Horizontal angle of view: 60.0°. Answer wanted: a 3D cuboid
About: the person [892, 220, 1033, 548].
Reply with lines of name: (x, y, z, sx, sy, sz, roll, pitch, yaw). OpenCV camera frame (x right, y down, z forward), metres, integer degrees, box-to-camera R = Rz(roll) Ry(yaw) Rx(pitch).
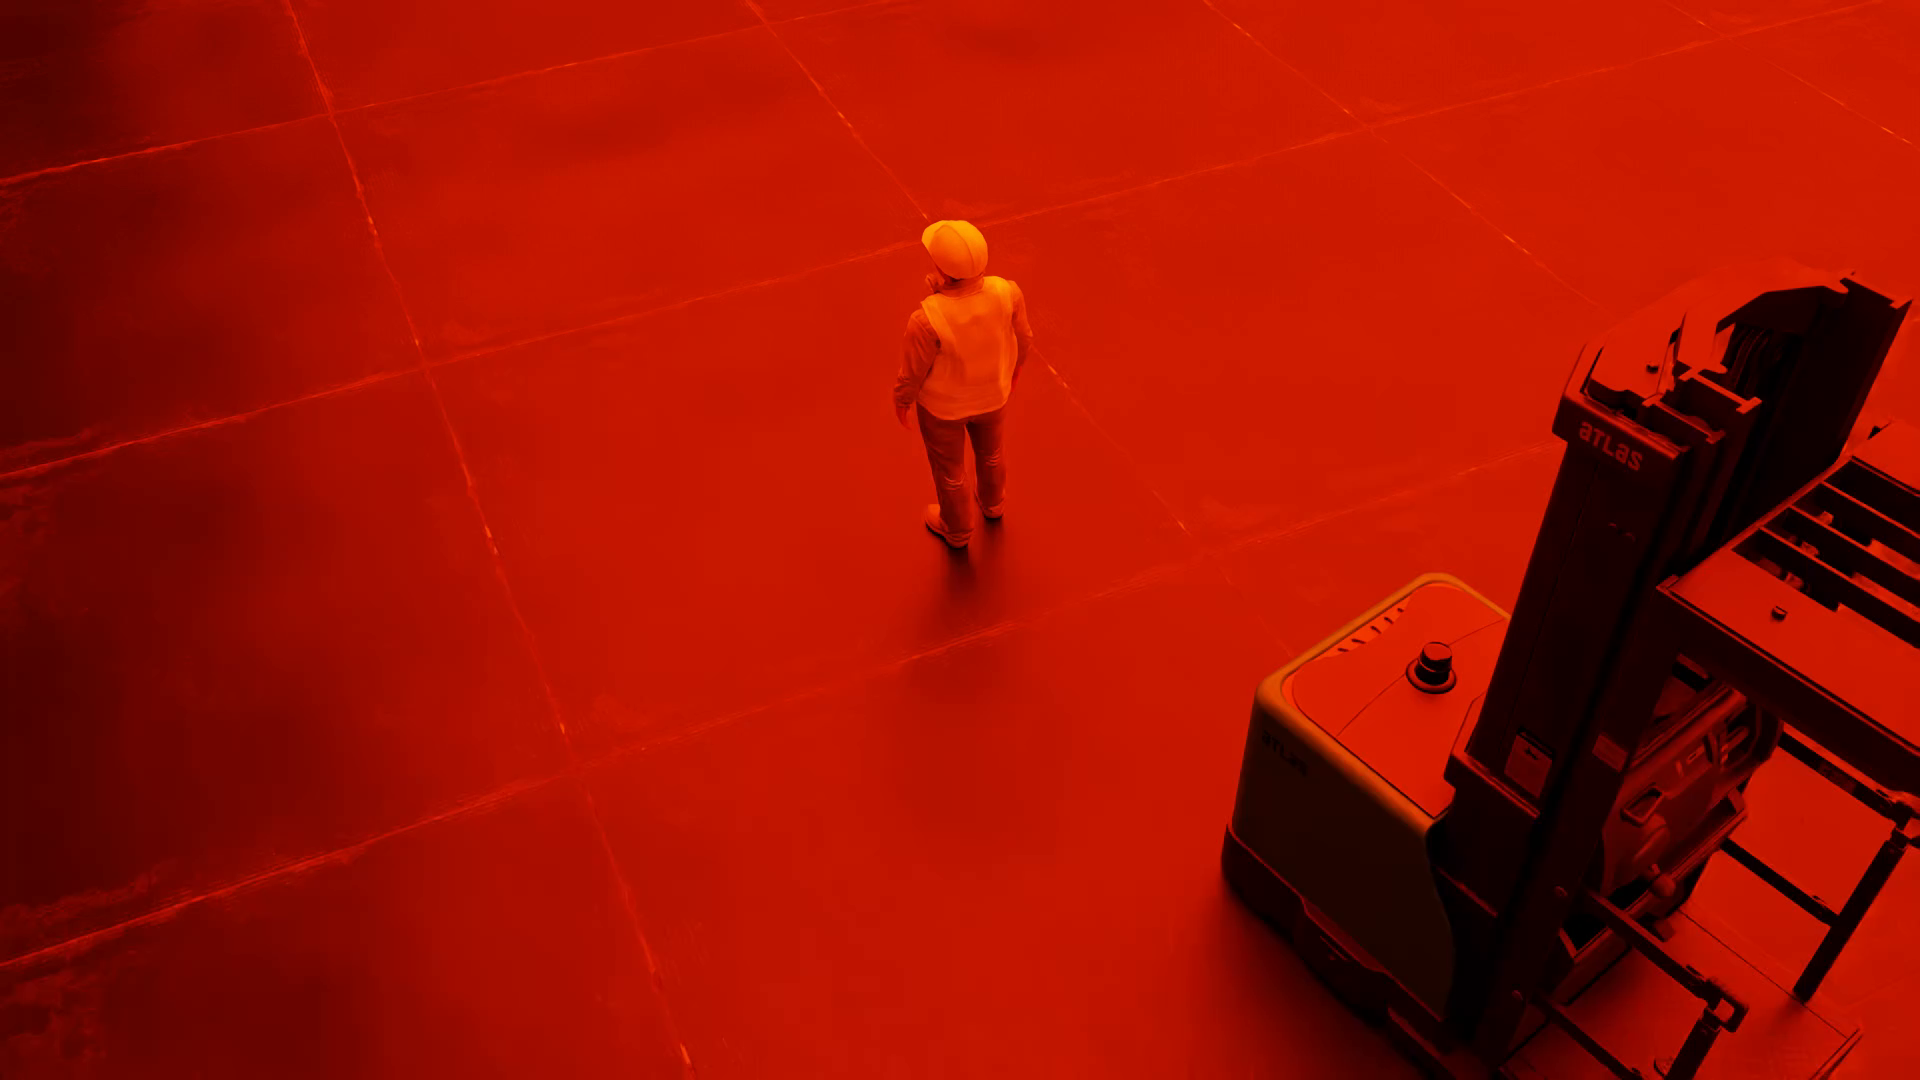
person: (-0.019, -0.695, 7.261, 0.632, 1.773, 0.568, -18, 46, -18)

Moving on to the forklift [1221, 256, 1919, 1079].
forklift: (2.311, 0.799, 4.824, 1.130, 2.935, 3.031, -28, 50, -27)
